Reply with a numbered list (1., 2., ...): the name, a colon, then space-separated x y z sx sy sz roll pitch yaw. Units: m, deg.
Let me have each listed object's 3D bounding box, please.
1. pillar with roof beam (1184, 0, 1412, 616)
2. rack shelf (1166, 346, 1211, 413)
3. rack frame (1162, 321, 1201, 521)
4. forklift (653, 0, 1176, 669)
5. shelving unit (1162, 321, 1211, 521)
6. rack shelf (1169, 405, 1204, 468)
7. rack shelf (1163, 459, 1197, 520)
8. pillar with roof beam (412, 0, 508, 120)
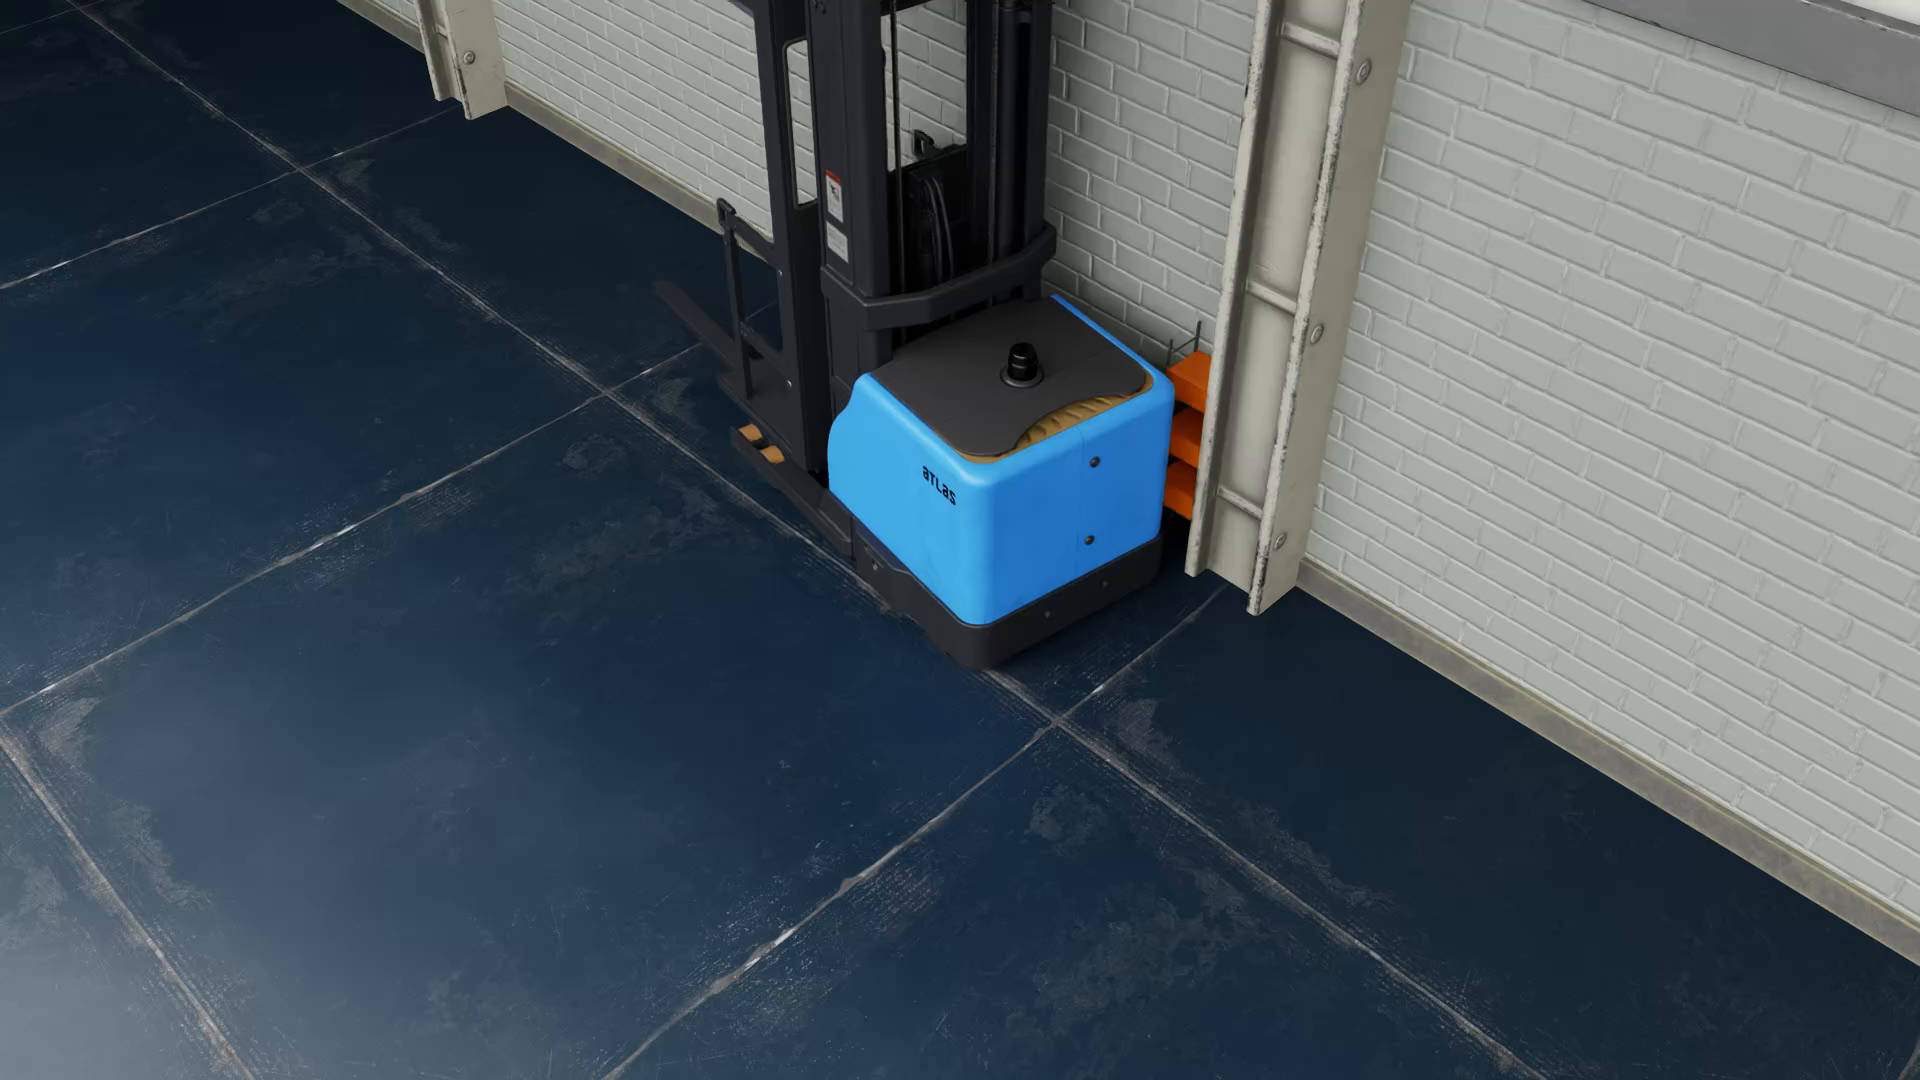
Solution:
1. pillar with roof beam: -1.829 -1.086 1.912 9.100 9.000 0.400 -34 53 -31
2. rack shelf: 0.994 -0.601 6.837 0.240 0.259 0.215 34 50 31
3. rack frame: 0.901 -0.454 7.080 0.008 1.050 0.200 34 50 31
4. forklift: -0.409 -1.517 6.849 1.130 2.935 3.031 -26 49 -25
5. shelving unit: 0.988 -0.396 7.017 0.252 1.050 0.215 34 50 31
6. rack shelf: 0.988 -0.388 7.024 0.240 0.259 0.215 34 50 31
7. rack shelf: 0.981 -0.180 7.208 0.240 0.259 0.215 34 50 31
8. pillar with roof beam: -6.066 -3.969 5.032 9.100 9.000 0.400 -34 53 -31
